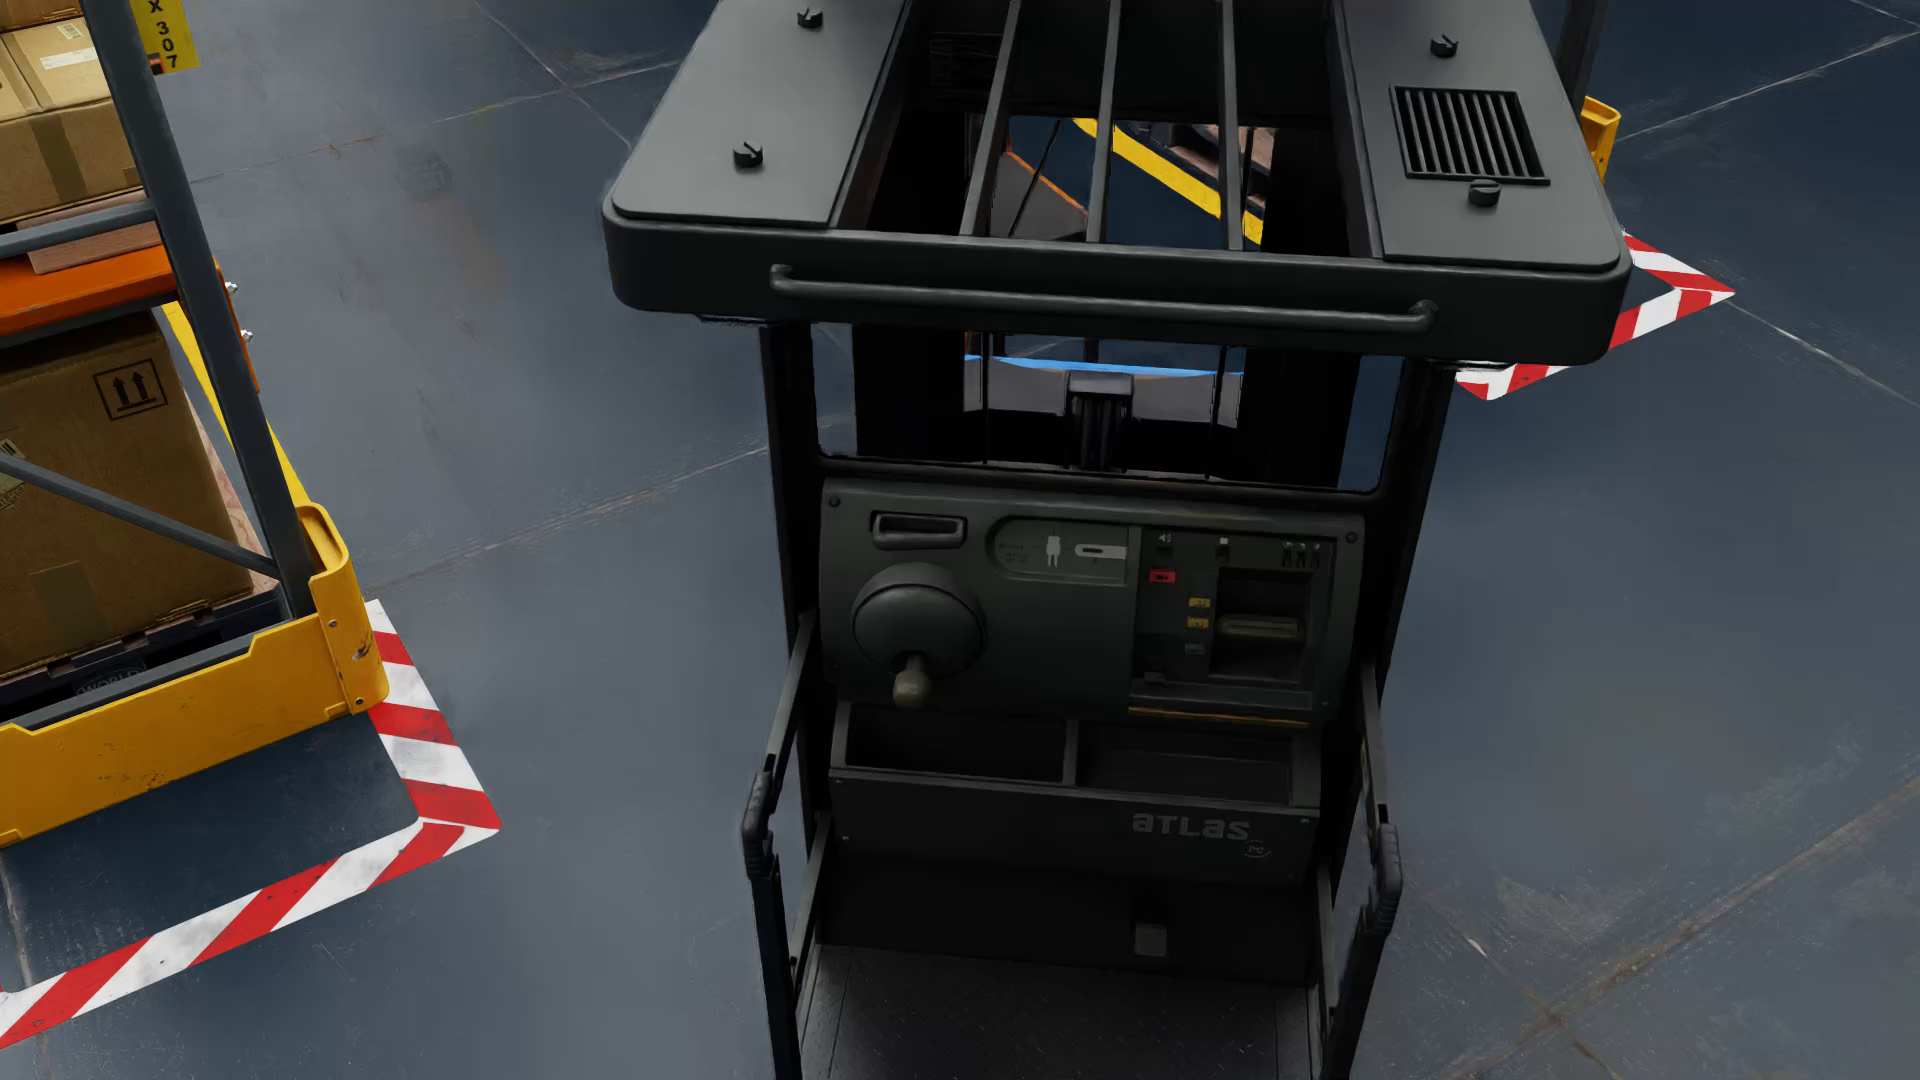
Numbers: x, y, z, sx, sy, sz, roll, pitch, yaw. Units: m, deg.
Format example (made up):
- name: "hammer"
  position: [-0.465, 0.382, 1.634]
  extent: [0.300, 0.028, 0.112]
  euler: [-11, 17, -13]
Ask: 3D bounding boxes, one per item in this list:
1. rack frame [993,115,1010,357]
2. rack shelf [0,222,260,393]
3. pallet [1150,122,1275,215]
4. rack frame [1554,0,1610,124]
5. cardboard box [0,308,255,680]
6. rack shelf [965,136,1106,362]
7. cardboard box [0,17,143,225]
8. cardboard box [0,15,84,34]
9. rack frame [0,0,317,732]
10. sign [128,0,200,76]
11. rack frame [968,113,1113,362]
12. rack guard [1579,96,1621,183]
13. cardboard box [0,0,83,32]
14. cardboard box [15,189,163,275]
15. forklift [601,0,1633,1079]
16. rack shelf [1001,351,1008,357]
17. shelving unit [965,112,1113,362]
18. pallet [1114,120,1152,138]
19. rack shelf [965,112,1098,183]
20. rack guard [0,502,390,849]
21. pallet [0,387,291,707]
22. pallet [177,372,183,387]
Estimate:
- name: "rack frame"
  position: [-0.042, -0.857, 4.638]
  extent: [0.400, 2.100, 0.015]
  euler: [-20, 44, -22]
- name: "rack shelf"
  position: [-3.272, -1.411, 5.162]
  extent: [1.077, 0.370, 4.000]
  euler: [-22, 45, -24]
- name: "pallet"
  position: [1.569, -1.700, 7.125]
  extent: [1.003, 0.211, 1.213]
  euler: [-22, 45, -24]
- name: "rack frame"
  position: [1.980, -2.313, 5.683]
  extent: [1.000, 3.000, 0.127]
  euler: [-22, 45, -24]
- name: "cardboard box"
  position: [-2.608, -0.271, 4.564]
  extent: [0.875, 0.875, 0.875]
  euler: [-22, 45, -24]
- name: "rack shelf"
  position: [0.077, -0.710, 4.483]
  extent: [0.431, 0.518, 0.480]
  euler: [-20, 44, -22]
- name: "cardboard box"
  position: [-2.227, -1.017, 4.012]
  extent: [0.500, 0.250, 0.500]
  euler: [-23, 45, -25]
- name: "cardboard box"
  position: [-2.512, -1.295, 4.346]
  extent: [0.500, 0.250, 0.500]
  euler: [-23, 45, -25]
- name: "rack frame"
  position: [-2.196, -0.608, 3.637]
  extent: [1.000, 3.000, 0.127]
  euler: [-22, 45, -24]
- name: "sign"
  position: [-1.725, -1.159, 3.559]
  extent: [0.100, 0.325, 0.005]
  euler: [-22, 45, -24]
- name: "rack frame"
  position: [0.197, -0.584, 4.311]
  extent: [0.400, 2.100, 0.015]
  euler: [-20, 44, -22]
- name: "rack guard"
  position: [2.004, -1.344, 6.473]
  extent: [1.175, 0.500, 0.348]
  euler: [-22, 45, -24]
- name: "cardboard box"
  position: [-2.496, -1.575, 4.096]
  extent: [0.500, 0.500, 0.500]
  euler: [-23, 45, -25]
- name: "cardboard box"
  position: [-2.109, -0.817, 4.083]
  extent: [0.380, 0.149, 0.250]
  euler: [-22, 44, -24]
- name: "forklift"
  position: [0.197, 0.197, 2.725]
  extent: [1.130, 2.935, 3.031]
  euler: [4, 40, 5]
- name: "rack shelf"
  position: [0.077, -0.172, 4.931]
  extent: [0.431, 0.518, 0.480]
  euler: [-20, 44, -22]
- name: "shelving unit"
  position: [0.077, -0.720, 4.474]
  extent: [0.431, 2.100, 0.503]
  euler: [-20, 44, -22]
- name: "pallet"
  position: [0.917, -2.358, 7.915]
  extent: [1.003, 0.211, 1.213]
  euler: [-22, 45, -24]
- name: "rack shelf"
  position: [0.077, -1.248, 4.035]
  extent: [0.431, 0.518, 0.480]
  euler: [-20, 44, -22]
- name: "rack guard"
  position: [-2.183, 0.365, 4.421]
  extent: [1.175, 0.500, 0.348]
  euler: [-22, 45, -24]
- name: "pallet"
  position: [-2.692, 0.059, 5.015]
  extent: [1.003, 0.211, 1.213]
  euler: [-22, 45, -24]
- name: "pallet"
  position: [-3.344, -0.599, 5.804]
  extent: [1.003, 0.211, 1.213]
  euler: [-22, 45, -24]
